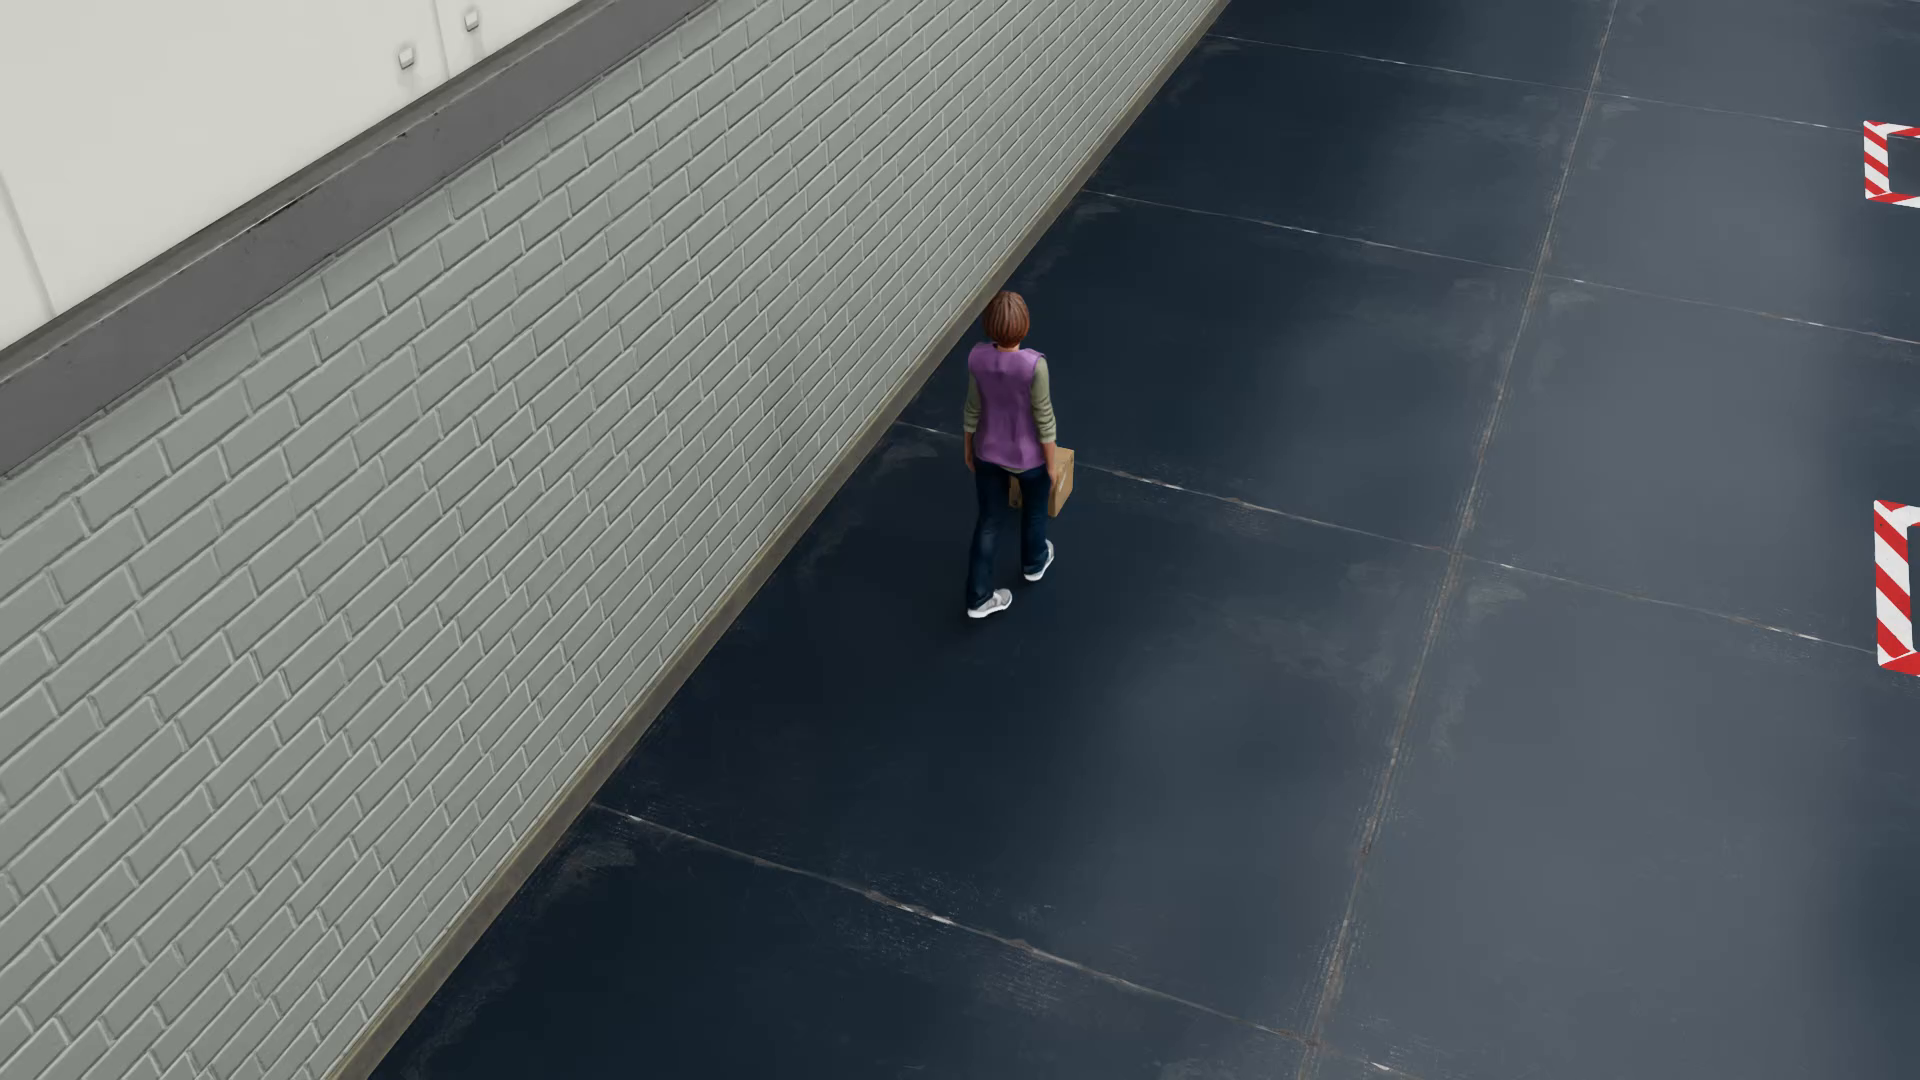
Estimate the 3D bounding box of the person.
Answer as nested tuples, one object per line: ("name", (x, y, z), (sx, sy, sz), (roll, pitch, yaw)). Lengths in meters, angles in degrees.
("person", (0.241, -0.399, 7.330), (0.444, 1.580, 0.679), (14, 40, 18))
